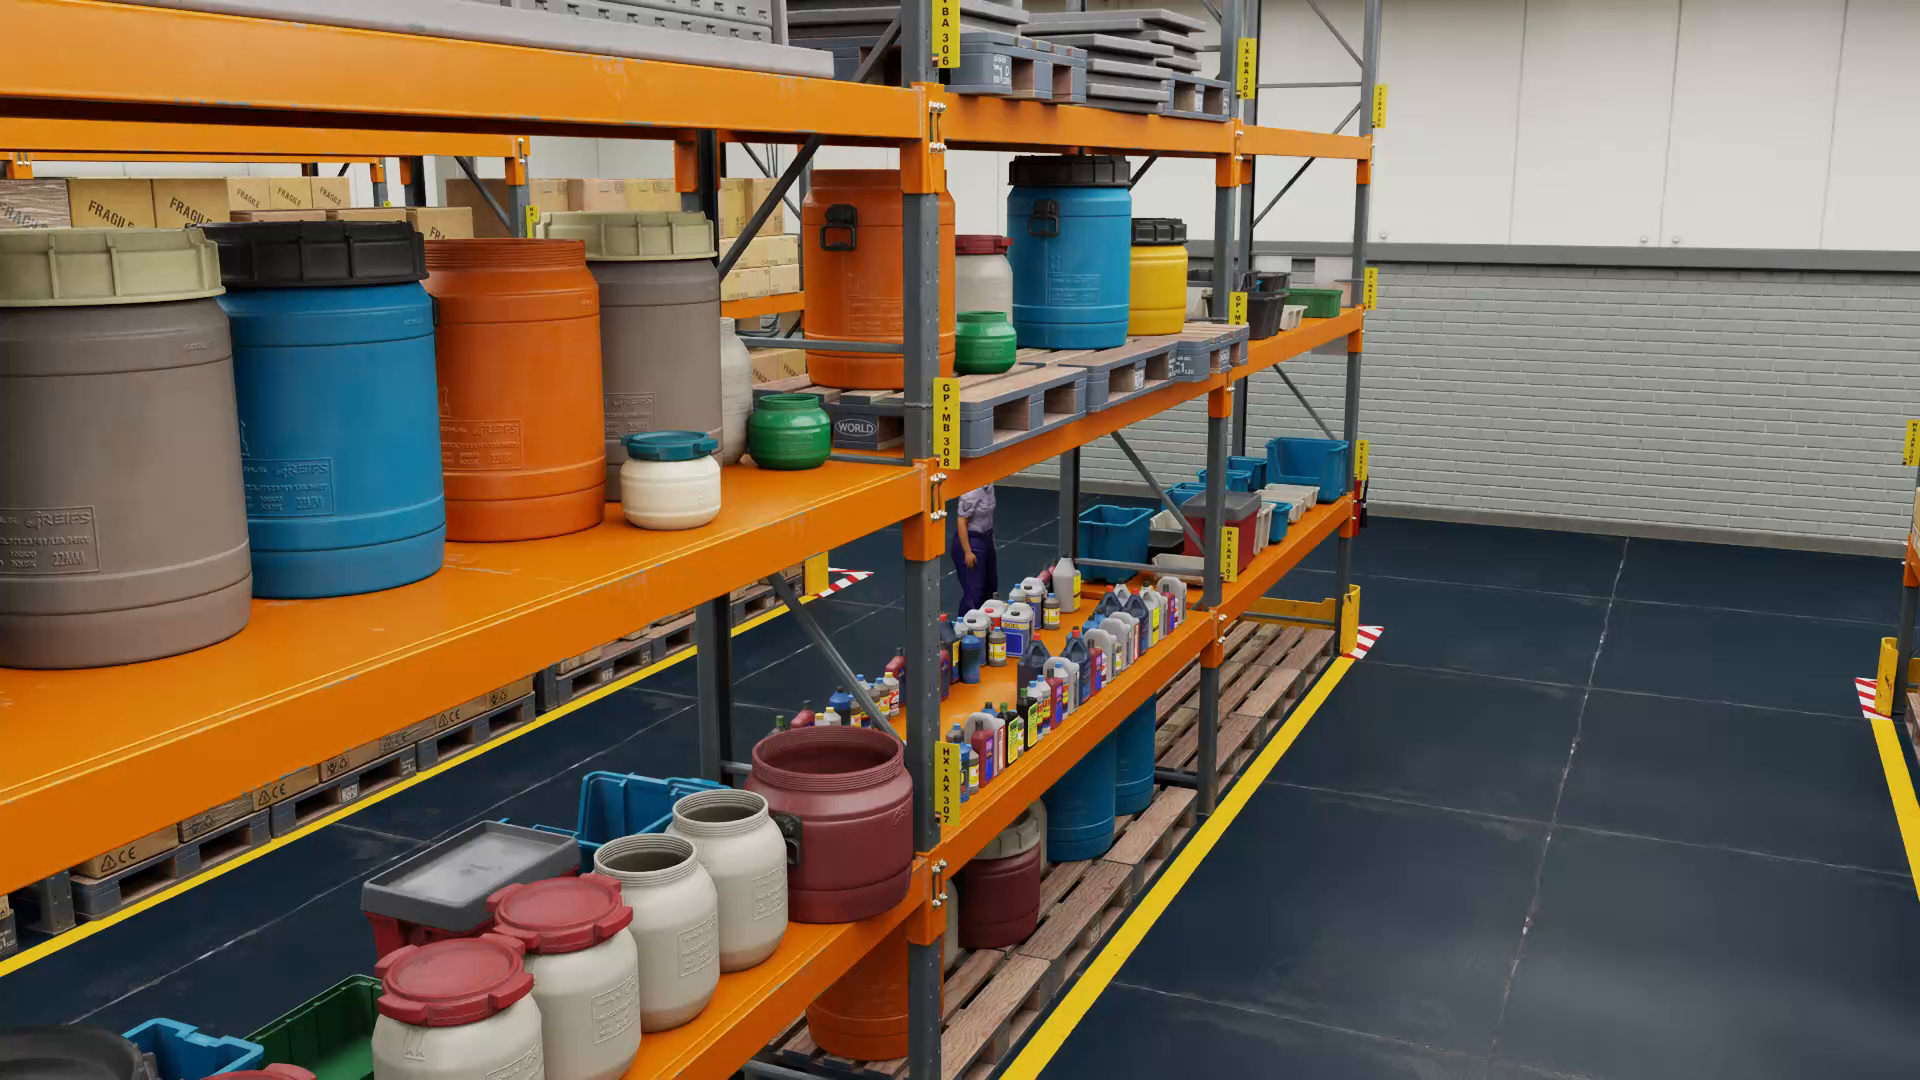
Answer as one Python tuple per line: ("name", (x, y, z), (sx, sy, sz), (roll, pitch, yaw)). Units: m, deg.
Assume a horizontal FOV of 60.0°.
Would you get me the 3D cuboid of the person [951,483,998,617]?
("person", (0.138, 0.078, 13.630), (0.373, 1.651, 0.537), (5, 13, 23))
